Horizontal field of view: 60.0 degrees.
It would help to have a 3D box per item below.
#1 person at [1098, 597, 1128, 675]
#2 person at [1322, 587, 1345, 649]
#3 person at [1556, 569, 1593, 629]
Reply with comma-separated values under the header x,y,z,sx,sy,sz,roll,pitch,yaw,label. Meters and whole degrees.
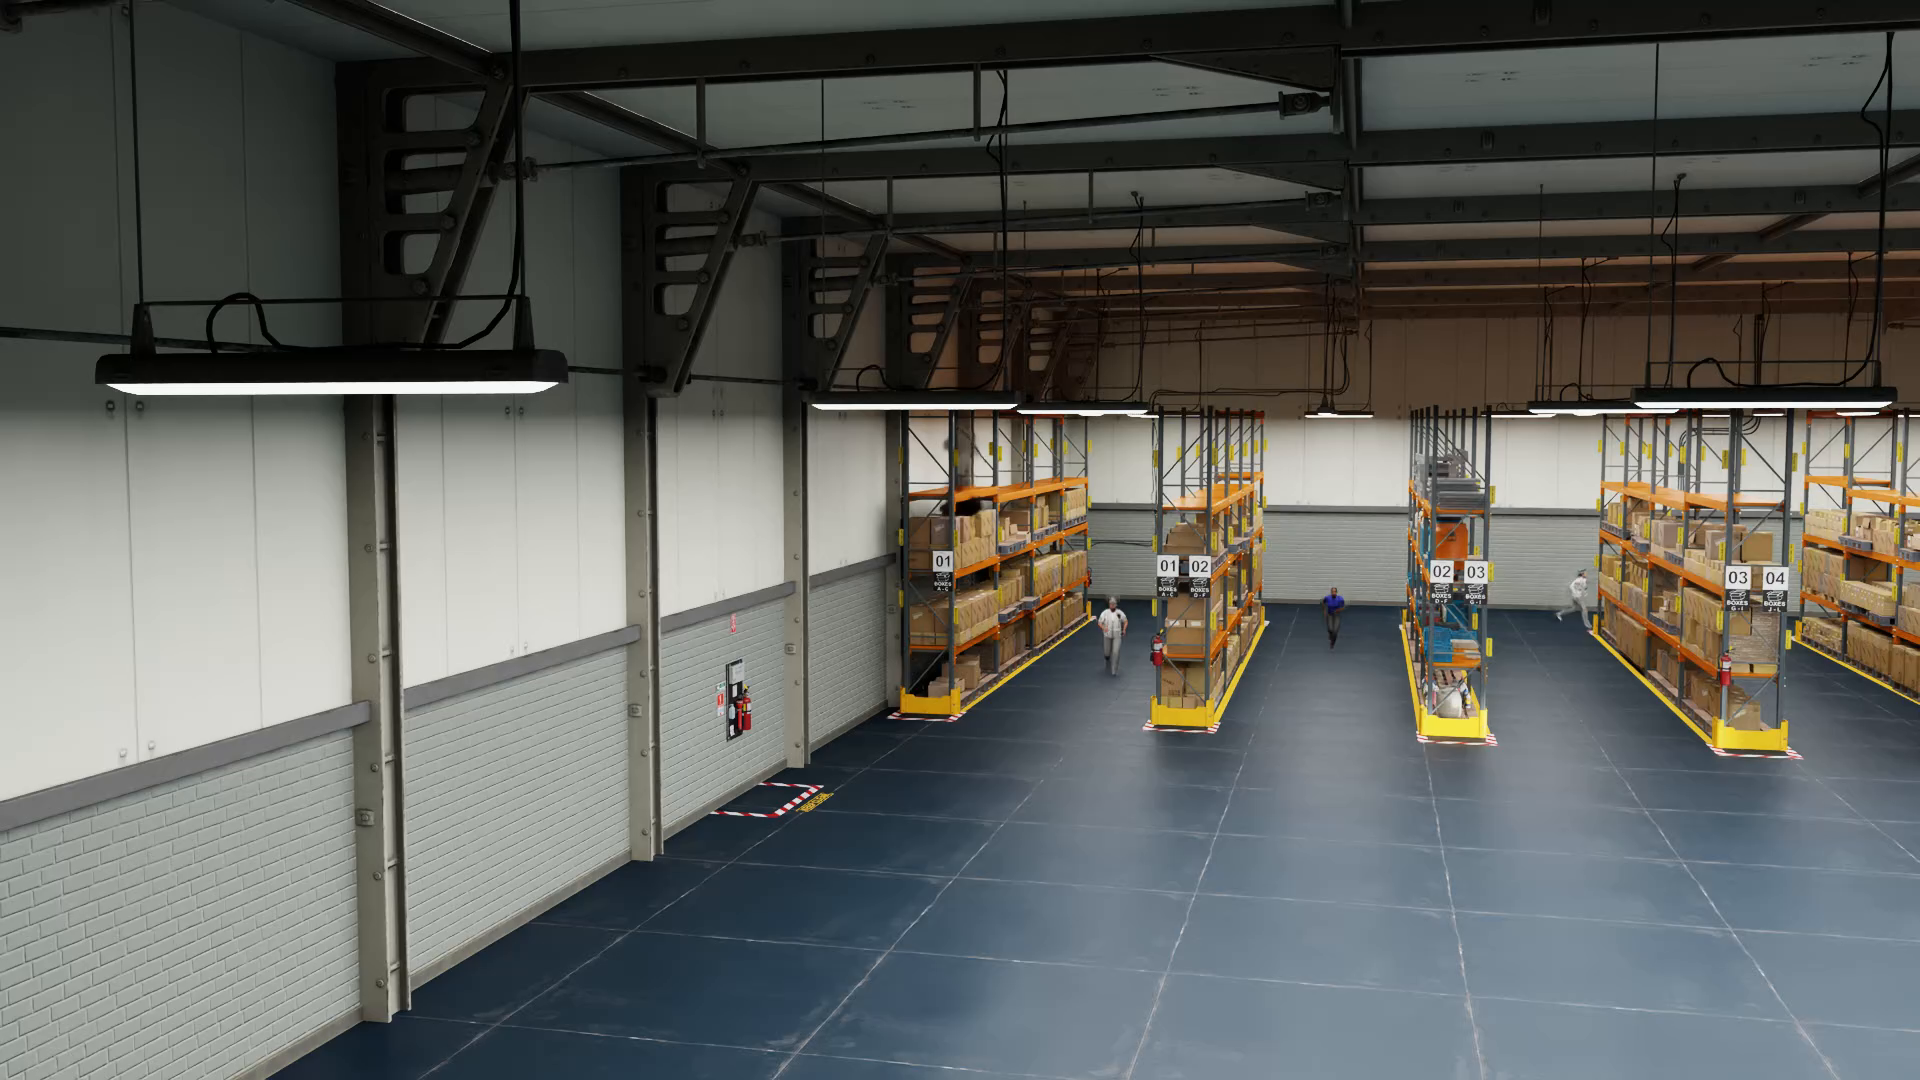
x,y,z,sx,sy,sz,roll,pitch,yaw,label
3.462,2.154,37.577,0.674,1.740,0.782,0,4,6,person
9.357,1.958,41.694,0.562,1.582,0.676,1,4,12,person
17.041,1.606,46.049,1.043,1.681,0.618,2,5,29,person
